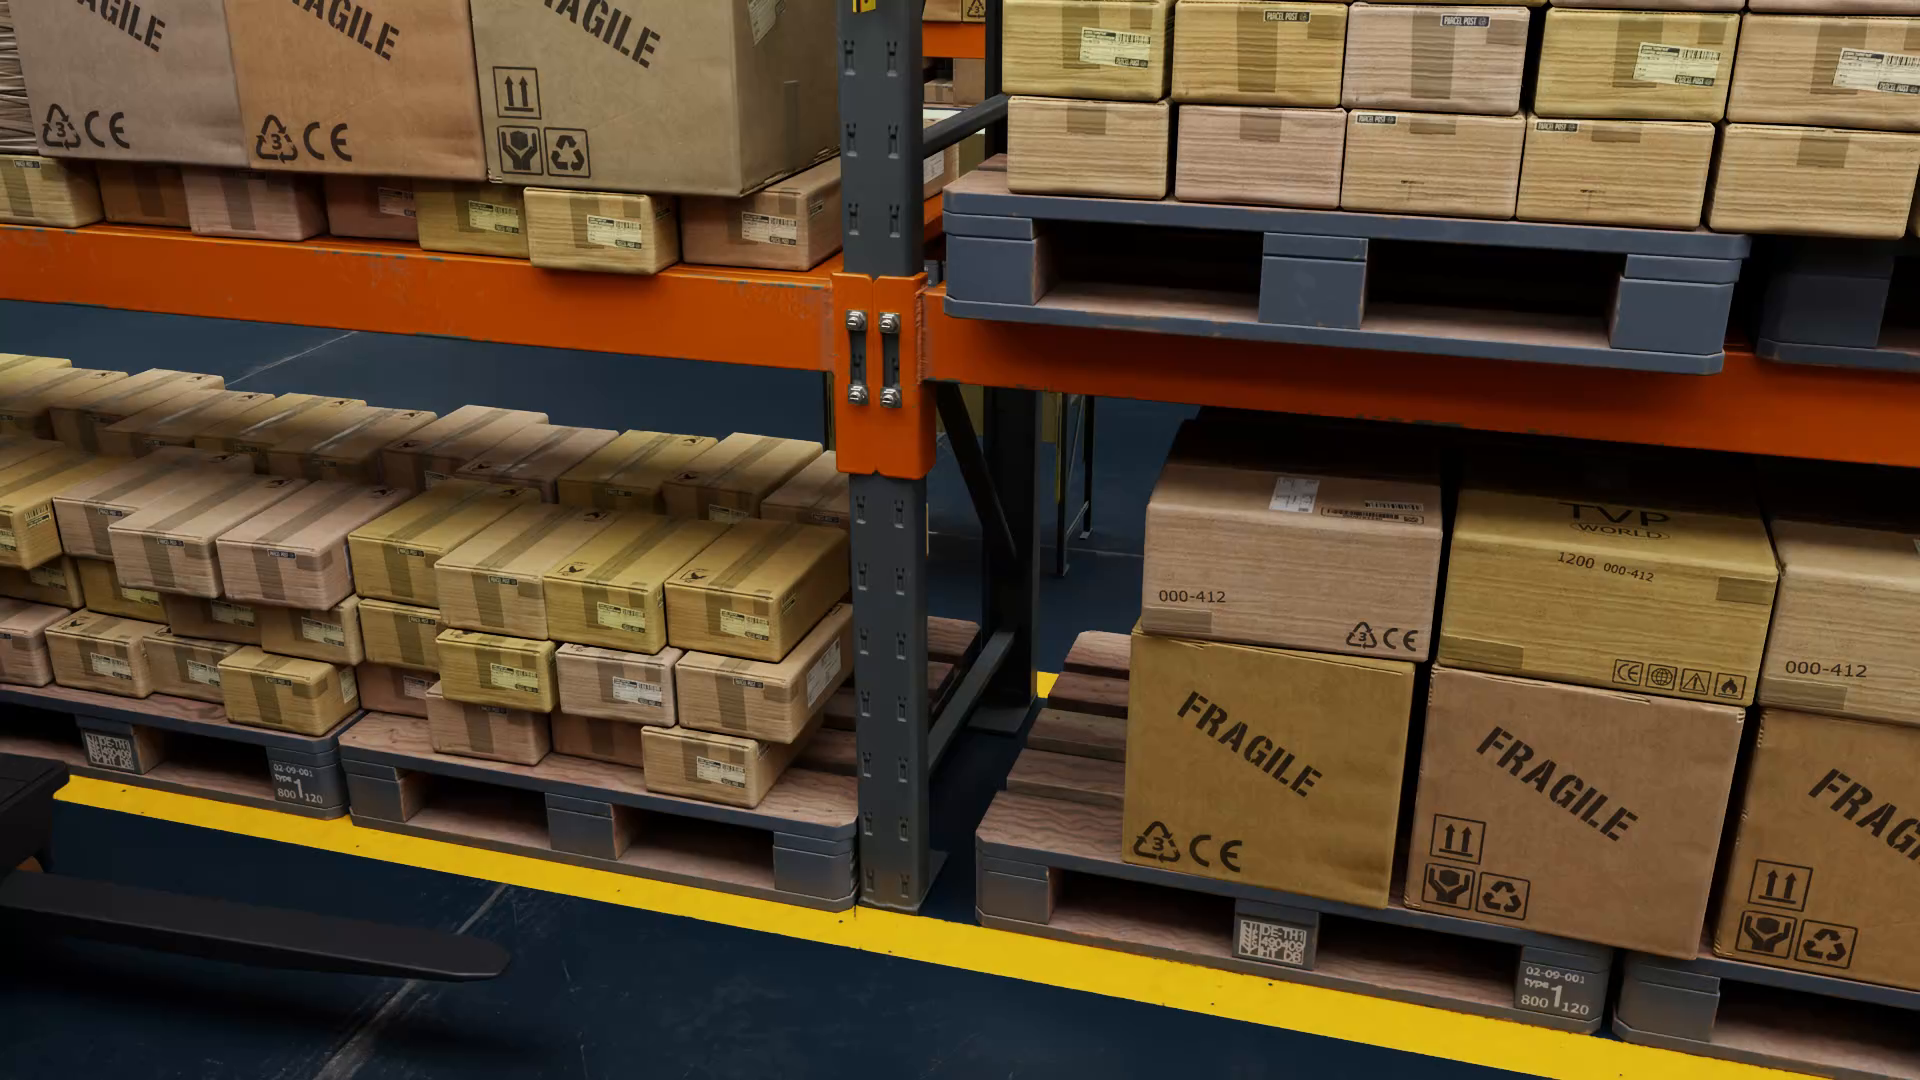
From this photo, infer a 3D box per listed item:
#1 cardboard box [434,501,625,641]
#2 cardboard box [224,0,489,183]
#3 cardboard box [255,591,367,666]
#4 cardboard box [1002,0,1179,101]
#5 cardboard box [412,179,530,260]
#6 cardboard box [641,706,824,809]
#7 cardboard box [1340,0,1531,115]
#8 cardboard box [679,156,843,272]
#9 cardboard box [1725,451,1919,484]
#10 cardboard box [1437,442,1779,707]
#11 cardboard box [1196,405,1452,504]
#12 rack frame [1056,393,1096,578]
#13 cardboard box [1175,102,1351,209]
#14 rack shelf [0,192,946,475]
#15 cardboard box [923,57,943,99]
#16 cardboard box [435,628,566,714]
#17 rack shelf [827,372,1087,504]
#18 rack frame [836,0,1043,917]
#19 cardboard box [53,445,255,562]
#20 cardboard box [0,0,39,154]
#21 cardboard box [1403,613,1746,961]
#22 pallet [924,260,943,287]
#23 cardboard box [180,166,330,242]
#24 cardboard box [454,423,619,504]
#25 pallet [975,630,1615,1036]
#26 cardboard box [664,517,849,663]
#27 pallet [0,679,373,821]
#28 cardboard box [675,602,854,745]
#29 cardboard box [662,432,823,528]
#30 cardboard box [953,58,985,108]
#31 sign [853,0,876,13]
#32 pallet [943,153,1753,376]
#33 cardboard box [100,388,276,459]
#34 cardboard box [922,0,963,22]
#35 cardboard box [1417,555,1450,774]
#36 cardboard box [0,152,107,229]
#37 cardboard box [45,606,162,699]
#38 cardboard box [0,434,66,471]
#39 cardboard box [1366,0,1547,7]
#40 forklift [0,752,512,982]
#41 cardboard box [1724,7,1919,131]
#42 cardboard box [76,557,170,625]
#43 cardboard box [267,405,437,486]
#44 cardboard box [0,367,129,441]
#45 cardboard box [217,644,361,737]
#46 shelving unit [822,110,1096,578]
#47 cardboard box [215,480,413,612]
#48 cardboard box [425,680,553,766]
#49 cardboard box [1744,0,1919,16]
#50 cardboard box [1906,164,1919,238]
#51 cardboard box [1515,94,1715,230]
[{"bbox_3d":[-0.916,0.059,3.592,0.250,0.149,0.380,6,23,15],"label":"cardboard box"},{"bbox_3d":[-1.046,-0.999,3.229,0.500,0.500,0.500,6,23,14],"label":"cardboard box"},{"bbox_3d":[-1.383,0.129,3.815,0.250,0.149,0.380,7,23,17],"label":"cardboard box"},{"bbox_3d":[0.240,-0.813,2.684,0.250,0.149,0.380,7,23,16],"label":"cardboard box"},{"bbox_3d":[-0.862,-0.677,3.299,0.250,0.149,0.380,7,23,18],"label":"cardboard box"},{"bbox_3d":[-0.478,0.398,3.550,0.250,0.149,0.380,7,23,16],"label":"cardboard box"},{"bbox_3d":[0.736,-0.757,2.548,0.250,0.149,0.380,7,23,17],"label":"cardboard box"},{"bbox_3d":[-0.345,-0.637,3.202,0.250,0.149,0.380,6,23,15],"label":"cardboard box"},{"bbox_3d":[1.780,-0.088,3.285,0.500,0.250,0.500,5,23,13],"label":"cardboard box"},{"bbox_3d":[1.137,0.042,2.966,0.500,0.250,0.500,7,23,17],"label":"cardboard box"},{"bbox_3d":[0.782,-0.202,3.563,0.500,0.250,0.500,6,23,14],"label":"cardboard box"},{"bbox_3d":[0.357,-0.653,4.886,0.023,1.500,0.400,7,23,16],"label":"rack frame"},{"bbox_3d":[0.507,-0.647,2.672,0.250,0.149,0.380,7,23,16],"label":"cardboard box"},{"bbox_3d":[-1.919,-0.694,3.957,4.000,0.370,1.077,7,23,16],"label":"rack shelf"},{"bbox_3d":[-0.512,-3.797,13.310,0.637,0.503,0.797,6,23,13],"label":"cardboard box"},{"bbox_3d":[-0.922,0.213,3.610,0.250,0.149,0.380,6,23,14],"label":"cardboard box"},{"bbox_3d":[0.006,-0.392,5.107,0.720,0.370,0.431,7,23,16],"label":"rack shelf"},{"bbox_3d":[-0.004,-0.807,3.286,0.127,3.000,1.000,7,23,16],"label":"rack frame"},{"bbox_3d":[-1.896,-0.086,3.945,0.250,0.149,0.380,7,23,16],"label":"cardboard box"},{"bbox_3d":[-2.009,-1.119,3.521,0.500,0.500,0.500,6,23,14],"label":"cardboard box"},{"bbox_3d":[1.134,0.390,3.108,0.500,0.500,0.500,8,24,18],"label":"cardboard box"},{"bbox_3d":[-0.548,-1.572,8.823,1.213,0.211,1.003,7,23,16],"label":"pallet"},{"bbox_3d":[-1.370,-0.733,3.436,0.250,0.149,0.380,6,23,13],"label":"cardboard box"},{"bbox_3d":[-1.033,-0.153,4.109,0.250,0.149,0.380,6,23,14],"label":"cardboard box"},{"bbox_3d":[0.742,0.568,3.608,1.213,0.211,1.003,7,23,16],"label":"pallet"},{"bbox_3d":[-0.420,0.098,3.498,0.250,0.149,0.380,7,23,17],"label":"cardboard box"},{"bbox_3d":[-1.829,0.289,4.287,1.213,0.211,1.003,7,23,16],"label":"pallet"},{"bbox_3d":[-0.398,0.261,3.493,0.250,0.149,0.380,7,23,17],"label":"cardboard box"},{"bbox_3d":[-0.521,-0.123,4.036,0.250,0.149,0.380,8,24,18],"label":"cardboard box"},{"bbox_3d":[0.295,-3.688,13.048,0.500,0.500,0.700,8,23,18],"label":"cardboard box"},{"bbox_3d":[-0.154,-1.010,2.639,0.005,0.325,0.100,7,23,16],"label":"sign"},{"bbox_3d":[0.685,-0.582,2.989,1.213,0.211,1.003,7,23,16],"label":"pallet"},{"bbox_3d":[-2.022,-0.270,4.395,0.250,0.149,0.380,6,23,14],"label":"cardboard box"},{"bbox_3d":[-0.169,-2.725,7.830,0.500,0.500,0.500,6,23,15],"label":"cardboard box"},{"bbox_3d":[1.268,0.201,3.568,0.500,0.500,0.500,6,23,14],"label":"cardboard box"},{"bbox_3d":[-1.863,-0.783,3.556,0.250,0.149,0.380,7,23,17],"label":"cardboard box"},{"bbox_3d":[-1.940,0.217,3.991,0.250,0.149,0.380,7,23,16],"label":"cardboard box"},{"bbox_3d":[-2.403,-0.124,4.039,0.250,0.149,0.380,7,23,18],"label":"cardboard box"},{"bbox_3d":[0.753,-0.893,2.488,0.250,0.149,0.380,7,23,16],"label":"cardboard box"},{"bbox_3d":[-2.331,-0.430,2.457,3.031,2.935,1.130,5,23,12],"label":"forklift"},{"bbox_3d":[1.244,-0.700,2.409,0.250,0.149,0.380,8,23,18],"label":"cardboard box"},{"bbox_3d":[-1.877,0.047,4.014,0.250,0.149,0.380,8,24,18],"label":"cardboard box"},{"bbox_3d":[-1.538,-0.210,4.249,0.250,0.149,0.380,6,23,13],"label":"cardboard box"},{"bbox_3d":[-2.515,-0.348,4.586,0.250,0.149,0.380,6,23,13],"label":"cardboard box"},{"bbox_3d":[-1.469,0.285,3.826,0.250,0.149,0.380,6,23,15],"label":"cardboard box"},{"bbox_3d":[0.006,-0.693,4.984,0.755,1.500,0.431,7,23,16],"label":"shelving unit"},{"bbox_3d":[-1.428,0.007,3.721,0.250,0.149,0.380,5,23,13],"label":"cardboard box"},{"bbox_3d":[-0.974,0.334,3.707,0.250,0.149,0.380,6,23,14],"label":"cardboard box"},{"bbox_3d":[1.237,-0.837,2.351,0.250,0.149,0.380,6,23,15],"label":"cardboard box"},{"bbox_3d":[1.492,-0.534,2.397,0.250,0.149,0.380,6,23,15],"label":"cardboard box"},{"bbox_3d":[0.985,-0.590,2.534,0.250,0.149,0.380,7,23,16],"label":"cardboard box"}]
